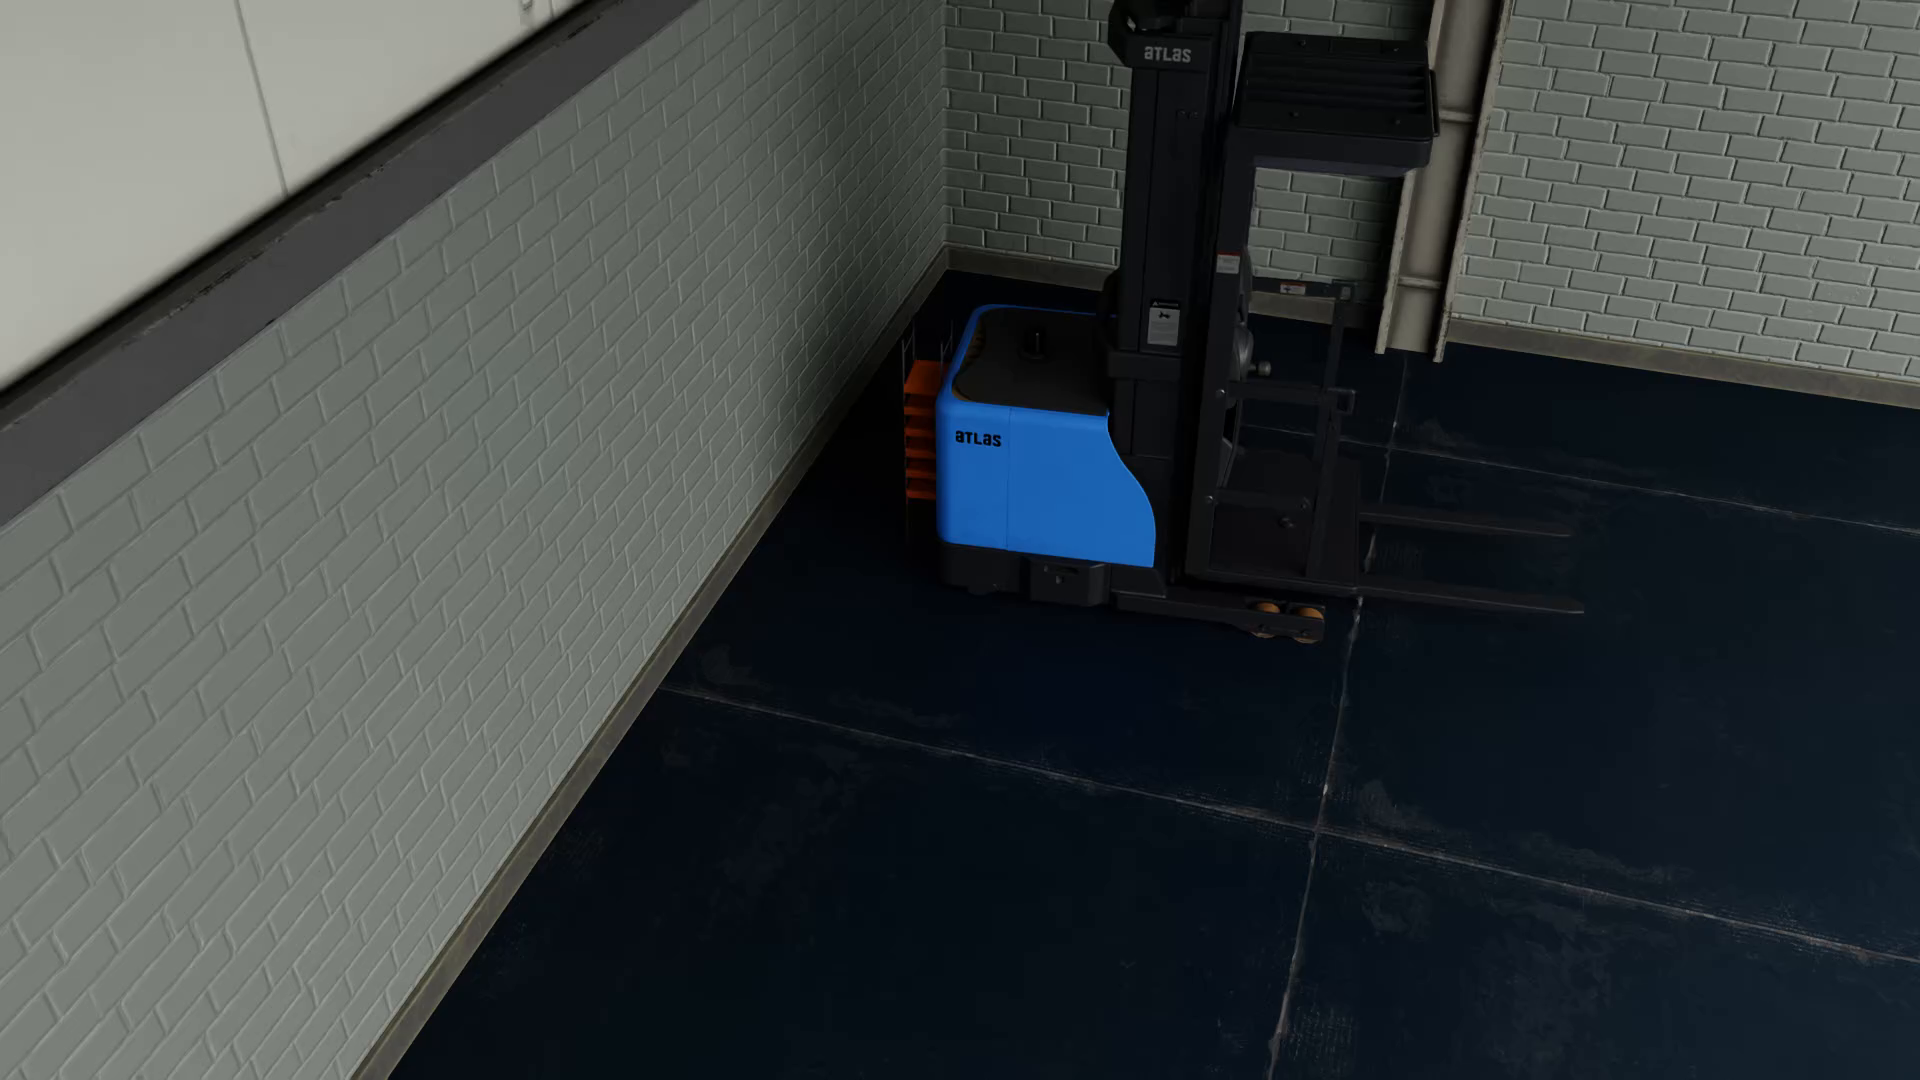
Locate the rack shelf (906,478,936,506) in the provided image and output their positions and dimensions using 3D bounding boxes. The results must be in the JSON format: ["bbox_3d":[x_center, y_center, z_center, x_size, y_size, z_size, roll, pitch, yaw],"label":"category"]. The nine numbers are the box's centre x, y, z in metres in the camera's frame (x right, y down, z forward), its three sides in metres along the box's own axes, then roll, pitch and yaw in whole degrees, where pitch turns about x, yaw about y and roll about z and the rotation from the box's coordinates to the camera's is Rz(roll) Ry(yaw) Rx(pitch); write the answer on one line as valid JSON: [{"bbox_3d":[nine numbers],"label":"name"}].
[{"bbox_3d":[-0.151,-0.270,8.269,0.180,0.103,0.258,7,37,9],"label":"rack shelf"}]

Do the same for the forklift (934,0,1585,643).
[{"bbox_3d":[1.444,-1.043,7.380,3.031,2.935,1.130,7,37,9],"label":"forklift"}]

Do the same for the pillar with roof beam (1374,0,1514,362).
[{"bbox_3d":[1.431,-2.363,4.054,0.400,9.000,9.100,10,38,14],"label":"pillar with roof beam"}]

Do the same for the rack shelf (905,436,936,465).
[{"bbox_3d":[-0.151,-0.463,8.127,0.180,0.103,0.258,7,37,9],"label":"rack shelf"}]

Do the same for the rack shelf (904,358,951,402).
[{"bbox_3d":[-0.151,-0.753,7.913,0.180,0.103,0.258,7,37,9],"label":"rack shelf"}]

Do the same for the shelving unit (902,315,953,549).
[{"bbox_3d":[-0.151,-0.499,8.101,0.189,1.200,0.258,7,37,9],"label":"shelving unit"}]

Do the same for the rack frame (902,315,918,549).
[{"bbox_3d":[-0.241,-0.510,8.115,0.006,1.200,0.240,7,37,9],"label":"rack frame"}]

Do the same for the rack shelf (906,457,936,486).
[{"bbox_3d":[-0.151,-0.366,8.198,0.180,0.103,0.258,7,37,9],"label":"rack shelf"}]

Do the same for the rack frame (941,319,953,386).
[{"bbox_3d":[-0.062,-0.488,8.086,0.006,1.200,0.240,7,37,9],"label":"rack frame"}]

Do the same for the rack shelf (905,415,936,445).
[{"bbox_3d":[-0.151,-0.560,8.056,0.180,0.103,0.258,7,37,9],"label":"rack shelf"}]

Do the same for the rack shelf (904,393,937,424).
[{"bbox_3d":[-0.151,-0.656,7.985,0.180,0.103,0.258,7,37,9],"label":"rack shelf"}]
